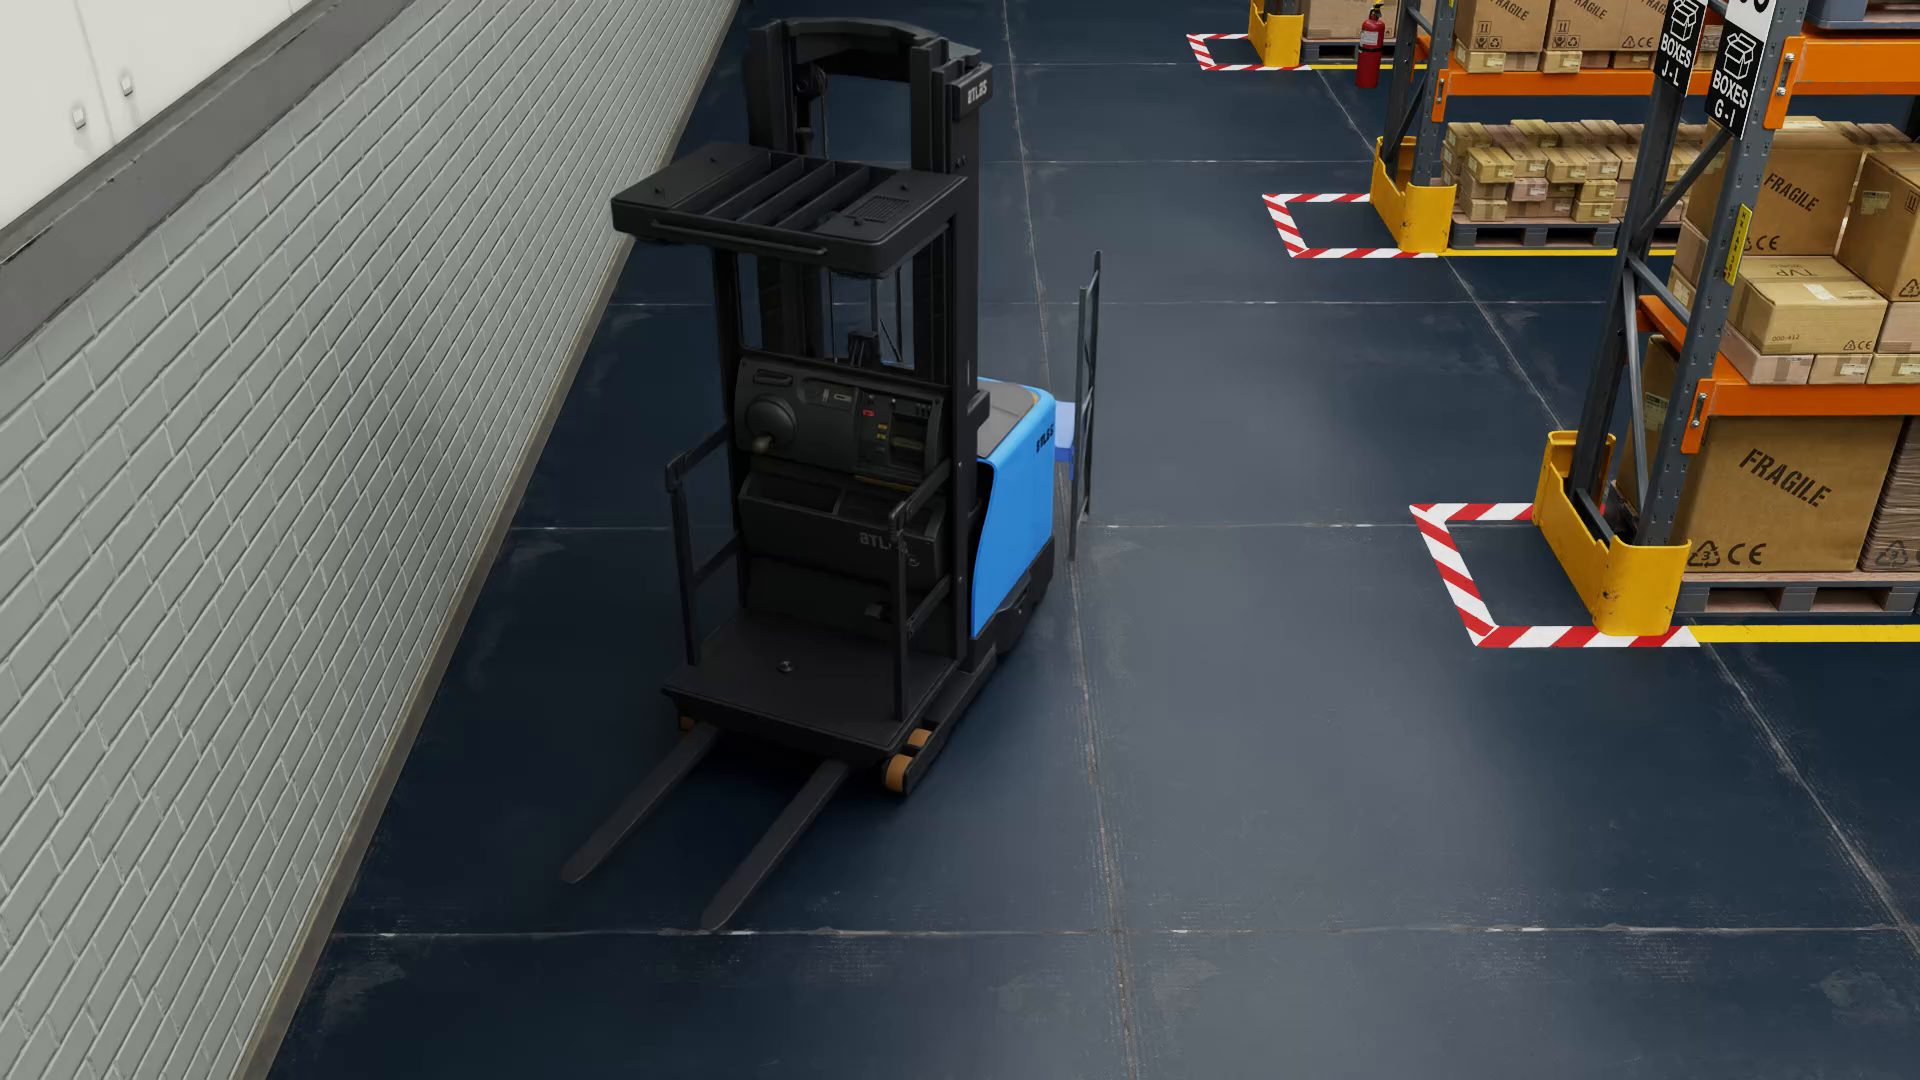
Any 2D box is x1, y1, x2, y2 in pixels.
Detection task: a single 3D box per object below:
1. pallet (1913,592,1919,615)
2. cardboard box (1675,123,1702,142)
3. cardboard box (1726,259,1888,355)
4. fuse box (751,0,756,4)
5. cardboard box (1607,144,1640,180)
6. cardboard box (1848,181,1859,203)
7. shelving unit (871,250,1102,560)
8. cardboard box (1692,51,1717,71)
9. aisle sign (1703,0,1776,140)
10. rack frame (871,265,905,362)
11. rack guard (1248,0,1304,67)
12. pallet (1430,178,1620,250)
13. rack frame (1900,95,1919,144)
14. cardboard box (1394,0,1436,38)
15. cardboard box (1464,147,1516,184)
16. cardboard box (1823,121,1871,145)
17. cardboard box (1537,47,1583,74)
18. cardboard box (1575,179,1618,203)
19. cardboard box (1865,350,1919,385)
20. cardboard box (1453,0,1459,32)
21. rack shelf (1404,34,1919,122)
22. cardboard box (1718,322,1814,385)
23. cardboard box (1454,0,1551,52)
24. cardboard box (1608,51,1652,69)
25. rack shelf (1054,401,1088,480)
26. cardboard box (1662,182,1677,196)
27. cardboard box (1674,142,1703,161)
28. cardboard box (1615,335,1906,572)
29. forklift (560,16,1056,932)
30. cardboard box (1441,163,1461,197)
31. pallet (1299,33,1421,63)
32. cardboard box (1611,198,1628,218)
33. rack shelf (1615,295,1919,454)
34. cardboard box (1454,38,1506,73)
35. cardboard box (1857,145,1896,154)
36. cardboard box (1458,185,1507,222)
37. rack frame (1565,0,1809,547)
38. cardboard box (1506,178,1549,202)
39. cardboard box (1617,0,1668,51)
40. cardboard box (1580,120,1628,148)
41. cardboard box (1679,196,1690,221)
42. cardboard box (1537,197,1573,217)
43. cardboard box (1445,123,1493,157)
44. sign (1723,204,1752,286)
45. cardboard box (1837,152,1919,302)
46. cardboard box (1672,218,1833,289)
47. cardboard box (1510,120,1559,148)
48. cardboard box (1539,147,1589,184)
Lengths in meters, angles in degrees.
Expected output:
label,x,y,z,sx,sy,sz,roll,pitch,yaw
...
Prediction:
label,x,y,z,sx,sy,sz,roll,pitch,yaw
pallet,5.286,0.023,8.509,1.213,0.211,1.003,0,31,0
cardboard box,5.433,-3.039,12.637,0.250,0.149,0.380,0,31,0
cardboard box,3.752,-1.048,7.444,0.500,0.250,0.500,-1,31,-2
fuse box,-2.295,-6.774,18.265,0.414,1.711,0.539,0,31,0
cardboard box,4.920,-2.775,12.201,0.250,0.149,0.380,1,31,2
cardboard box,6.490,-2.614,12.224,0.250,0.149,0.380,-1,31,-2
shelving unit,0.136,-0.722,8.494,1.048,1.500,0.538,7,32,11
cardboard box,5.227,-3.452,11.790,0.250,0.149,0.380,1,31,2
aisle sign,3.200,-2.079,6.779,0.004,0.787,0.394,0,31,0
rack frame,-0.360,-0.781,8.591,0.032,1.500,0.500,7,32,11
rack guard,3.186,-5.195,16.831,0.348,0.500,1.175,0,31,0
pallet,4.230,-2.489,12.649,1.213,0.211,1.003,0,31,0
rack frame,7.341,-3.709,11.972,0.127,3.000,1.000,0,31,0
cardboard box,4.785,-5.409,16.839,0.875,0.438,0.875,1,31,1
cardboard box,3.867,-2.737,12.140,0.250,0.149,0.380,-2,31,-3
cardboard box,6.720,-3.061,12.673,0.250,0.149,0.380,1,31,2
cardboard box,4.191,-3.416,11.730,0.250,0.149,0.380,-1,31,-2
cardboard box,4.642,-2.616,12.227,0.250,0.149,0.380,1,31,1
cardboard box,4.140,-0.849,7.500,0.250,0.149,0.380,-1,31,-1
cardboard box,3.789,-4.002,12.071,0.500,0.500,0.500,0,31,1
rack shelf,5.341,-3.396,12.148,4.000,0.370,1.077,0,31,0
cardboard box,3.627,-0.846,7.495,0.250,0.149,0.380,0,31,0
cardboard box,3.792,-3.725,11.614,0.500,0.500,0.500,1,31,2
cardboard box,4.721,-3.476,11.829,0.250,0.149,0.380,0,31,-1
rack shelf,0.136,-0.568,8.588,1.000,0.185,0.538,7,32,11
cardboard box,5.178,-2.688,12.346,0.250,0.149,0.380,1,31,2
cardboard box,5.434,-2.802,12.247,0.250,0.149,0.380,0,31,0
cardboard box,3.910,-0.438,8.224,0.875,0.875,0.875,0,31,0
forklift,-0.587,-0.440,6.650,1.130,2.935,3.031,13,34,20
cardboard box,3.866,-2.767,12.763,0.250,0.149,0.380,0,31,1
pallet,4.009,-5.115,16.977,1.213,0.211,1.003,0,31,0
cardboard box,4.887,-2.535,12.380,0.250,0.149,0.380,0,31,0
rack shelf,5.270,-0.822,7.907,4.000,0.370,1.077,0,31,0
cardboard box,3.667,-3.420,11.738,0.250,0.149,0.380,0,31,-1
cardboard box,6.732,-2.767,12.189,0.250,0.149,0.380,0,31,0
cardboard box,3.867,-2.493,12.311,0.250,0.149,0.380,0,31,1
rack frame,3.270,-1.124,7.710,0.127,3.000,1.000,0,31,0
cardboard box,4.141,-2.625,12.241,0.250,0.149,0.380,0,31,-1
cardboard box,4.817,-3.735,11.631,0.500,0.500,0.500,0,31,0
cardboard box,4.907,-3.080,12.705,0.250,0.149,0.380,1,31,2
cardboard box,5.414,-2.505,12.330,0.250,0.149,0.380,0,31,0
cardboard box,4.377,-2.541,12.390,0.250,0.149,0.380,0,31,0
cardboard box,3.869,-3.045,12.647,0.250,0.149,0.380,0,31,0
sign,3.267,-1.240,6.991,0.005,0.325,0.100,0,31,0
cardboard box,4.252,-1.370,7.252,0.500,0.500,0.500,-1,31,-1
cardboard box,3.753,-1.326,7.902,0.500,0.250,0.500,-1,31,-1
cardboard box,4.379,-3.083,12.709,0.250,0.149,0.380,-1,31,-1
cardboard box,4.395,-2.735,12.136,0.250,0.149,0.380,0,31,0
